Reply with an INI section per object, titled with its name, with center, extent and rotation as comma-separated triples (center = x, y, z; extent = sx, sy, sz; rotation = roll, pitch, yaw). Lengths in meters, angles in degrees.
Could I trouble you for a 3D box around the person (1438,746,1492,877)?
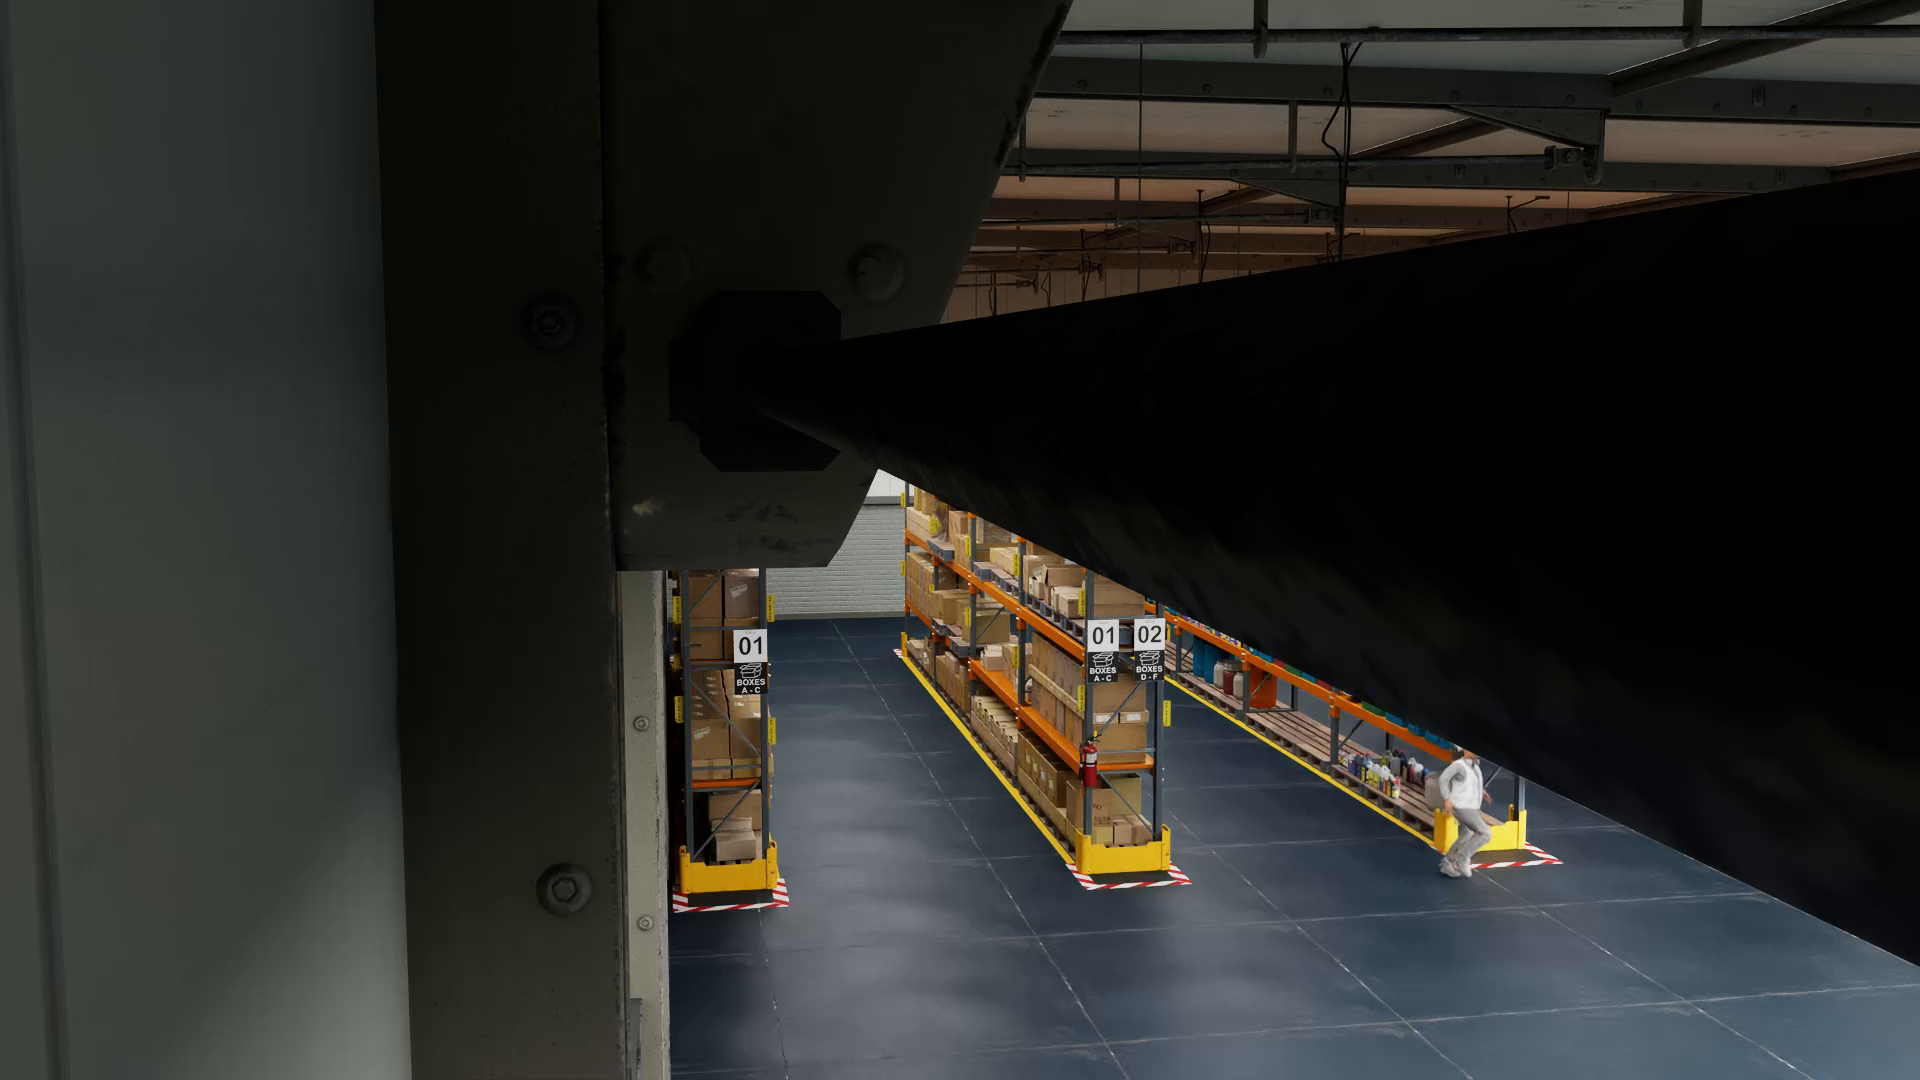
[person]
center = 6.348, 3.320, 20.698
extent = 0.638, 1.706, 0.652
rotation = 5, 7, 37
